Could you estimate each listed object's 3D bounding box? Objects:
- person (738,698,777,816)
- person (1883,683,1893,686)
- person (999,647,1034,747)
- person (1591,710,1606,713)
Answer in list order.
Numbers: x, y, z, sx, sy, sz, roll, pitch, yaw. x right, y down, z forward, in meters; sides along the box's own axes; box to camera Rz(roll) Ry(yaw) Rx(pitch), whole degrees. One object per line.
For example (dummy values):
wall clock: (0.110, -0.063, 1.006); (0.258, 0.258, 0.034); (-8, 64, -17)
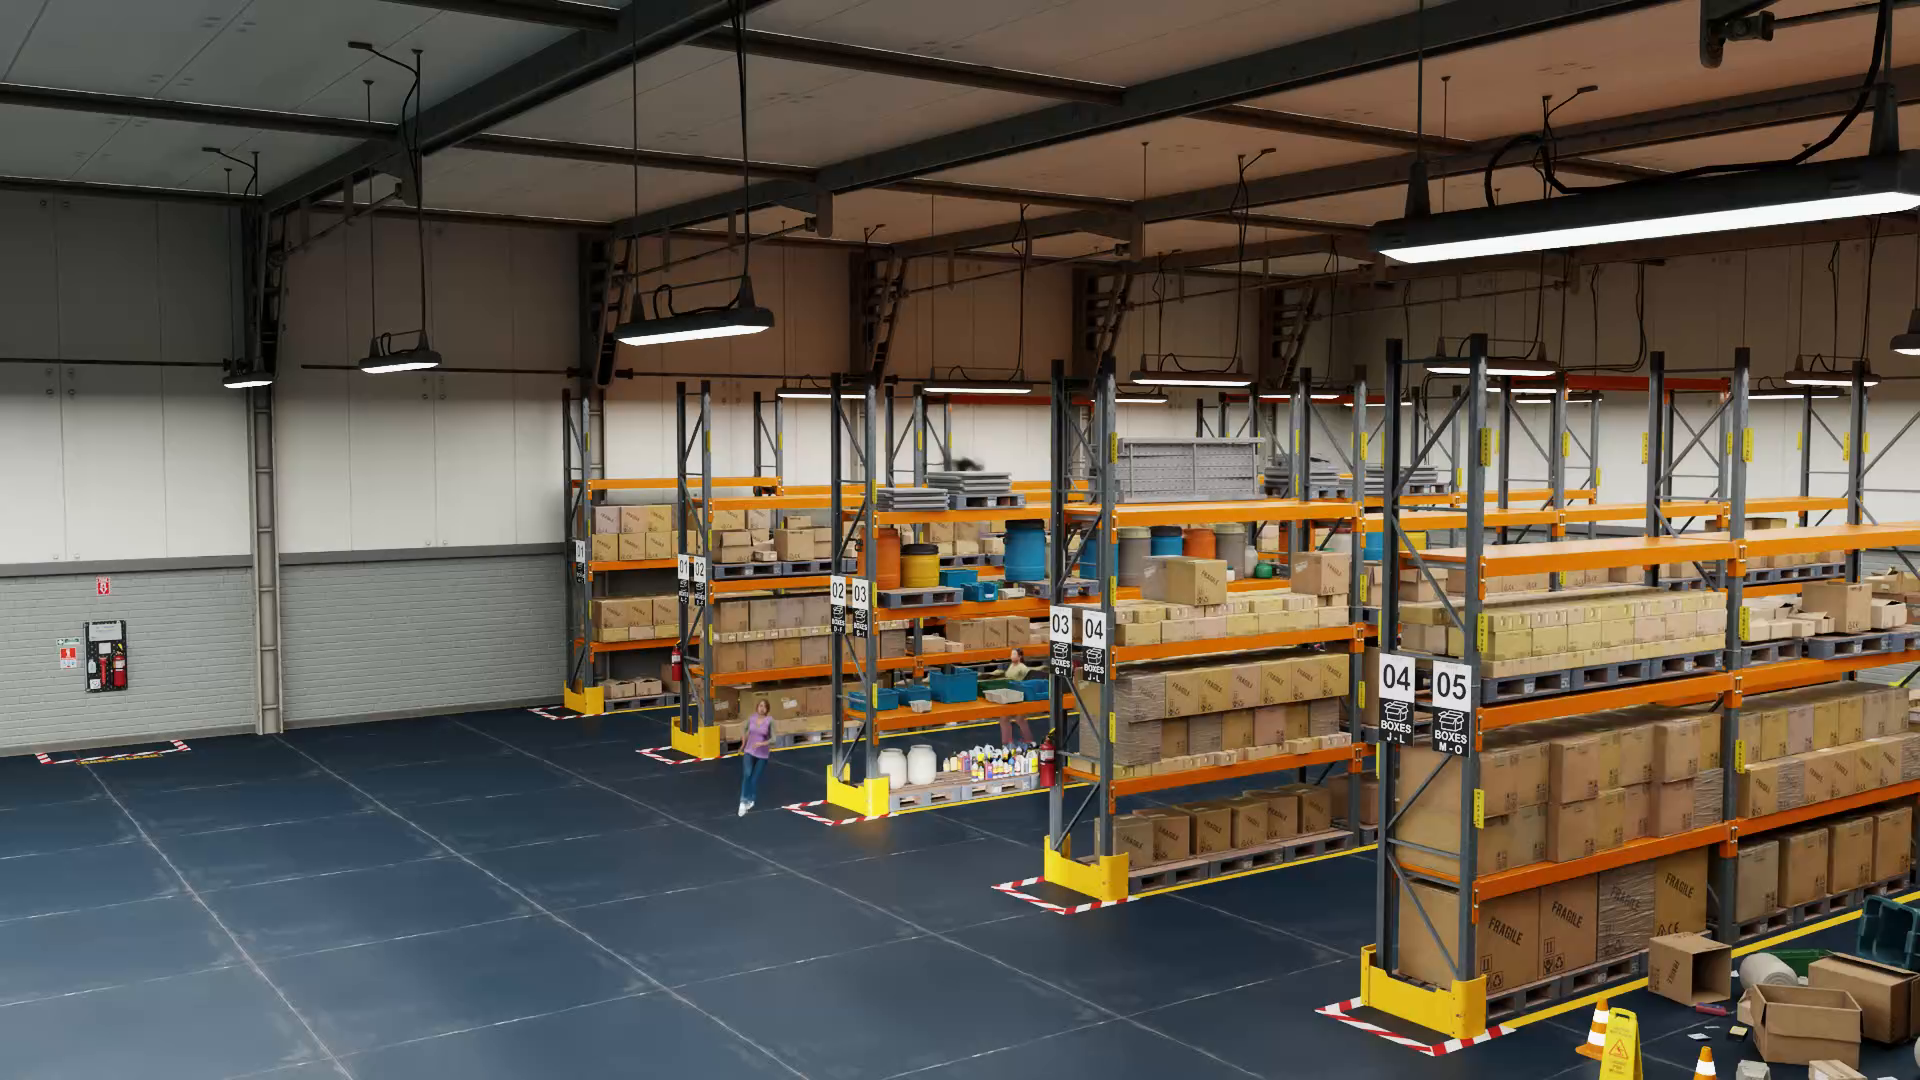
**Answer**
person: (-2.741, 2.920, 22.537); (0.528, 1.550, 0.635); (0, 4, 1)
person: (12.750, 2.818, 22.821); (0.782, 1.712, 0.731); (-2, 4, -29)
person: (0.917, 2.588, 26.838); (0.688, 1.726, 0.561); (-4, 5, -44)
person: (8.228, 2.976, 21.253); (0.895, 1.709, 0.613); (-3, 5, -40)
